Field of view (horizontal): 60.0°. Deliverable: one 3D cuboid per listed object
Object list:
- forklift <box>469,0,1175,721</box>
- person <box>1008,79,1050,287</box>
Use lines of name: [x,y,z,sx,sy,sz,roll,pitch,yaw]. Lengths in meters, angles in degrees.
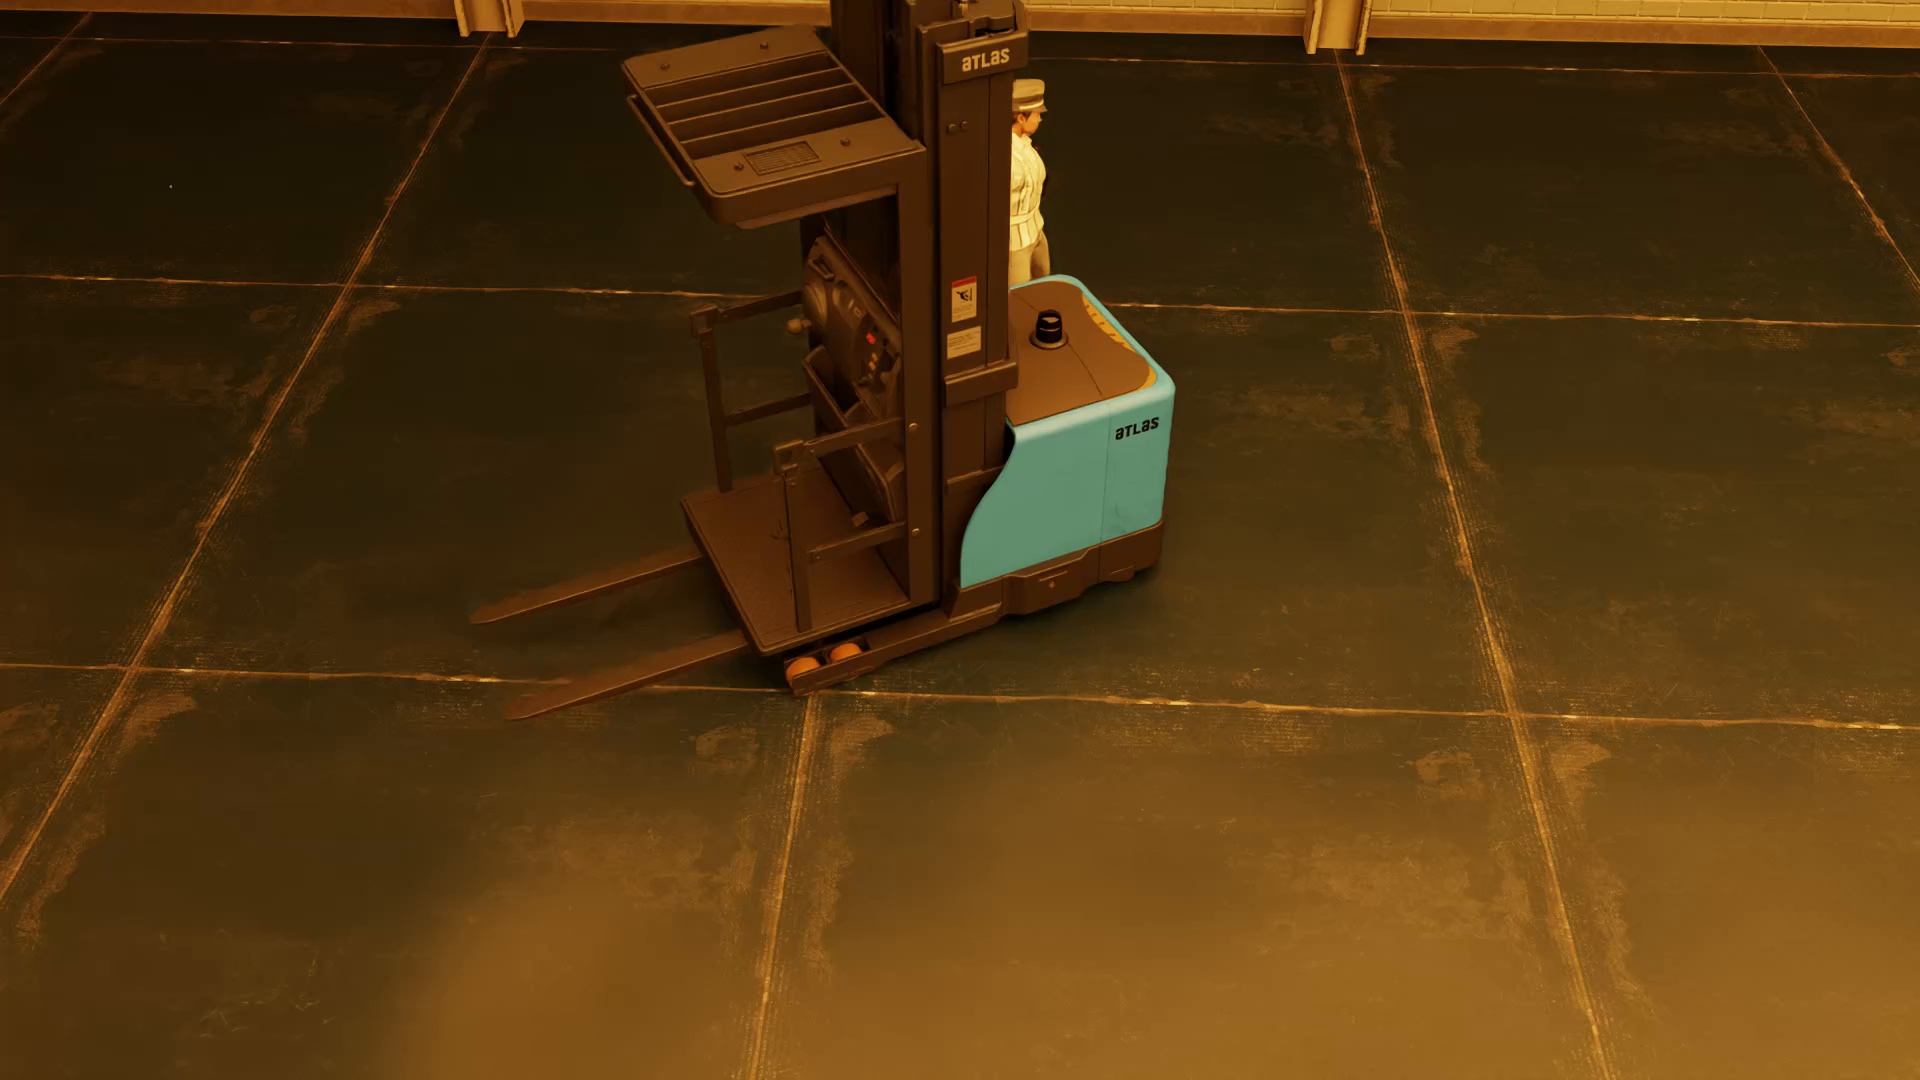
forklift: [-0.625,-0.822,6.642,3.031,2.935,1.130,-18,45,-18]
person: [0.172,-1.515,8.357,0.456,1.590,0.790,12,44,13]
